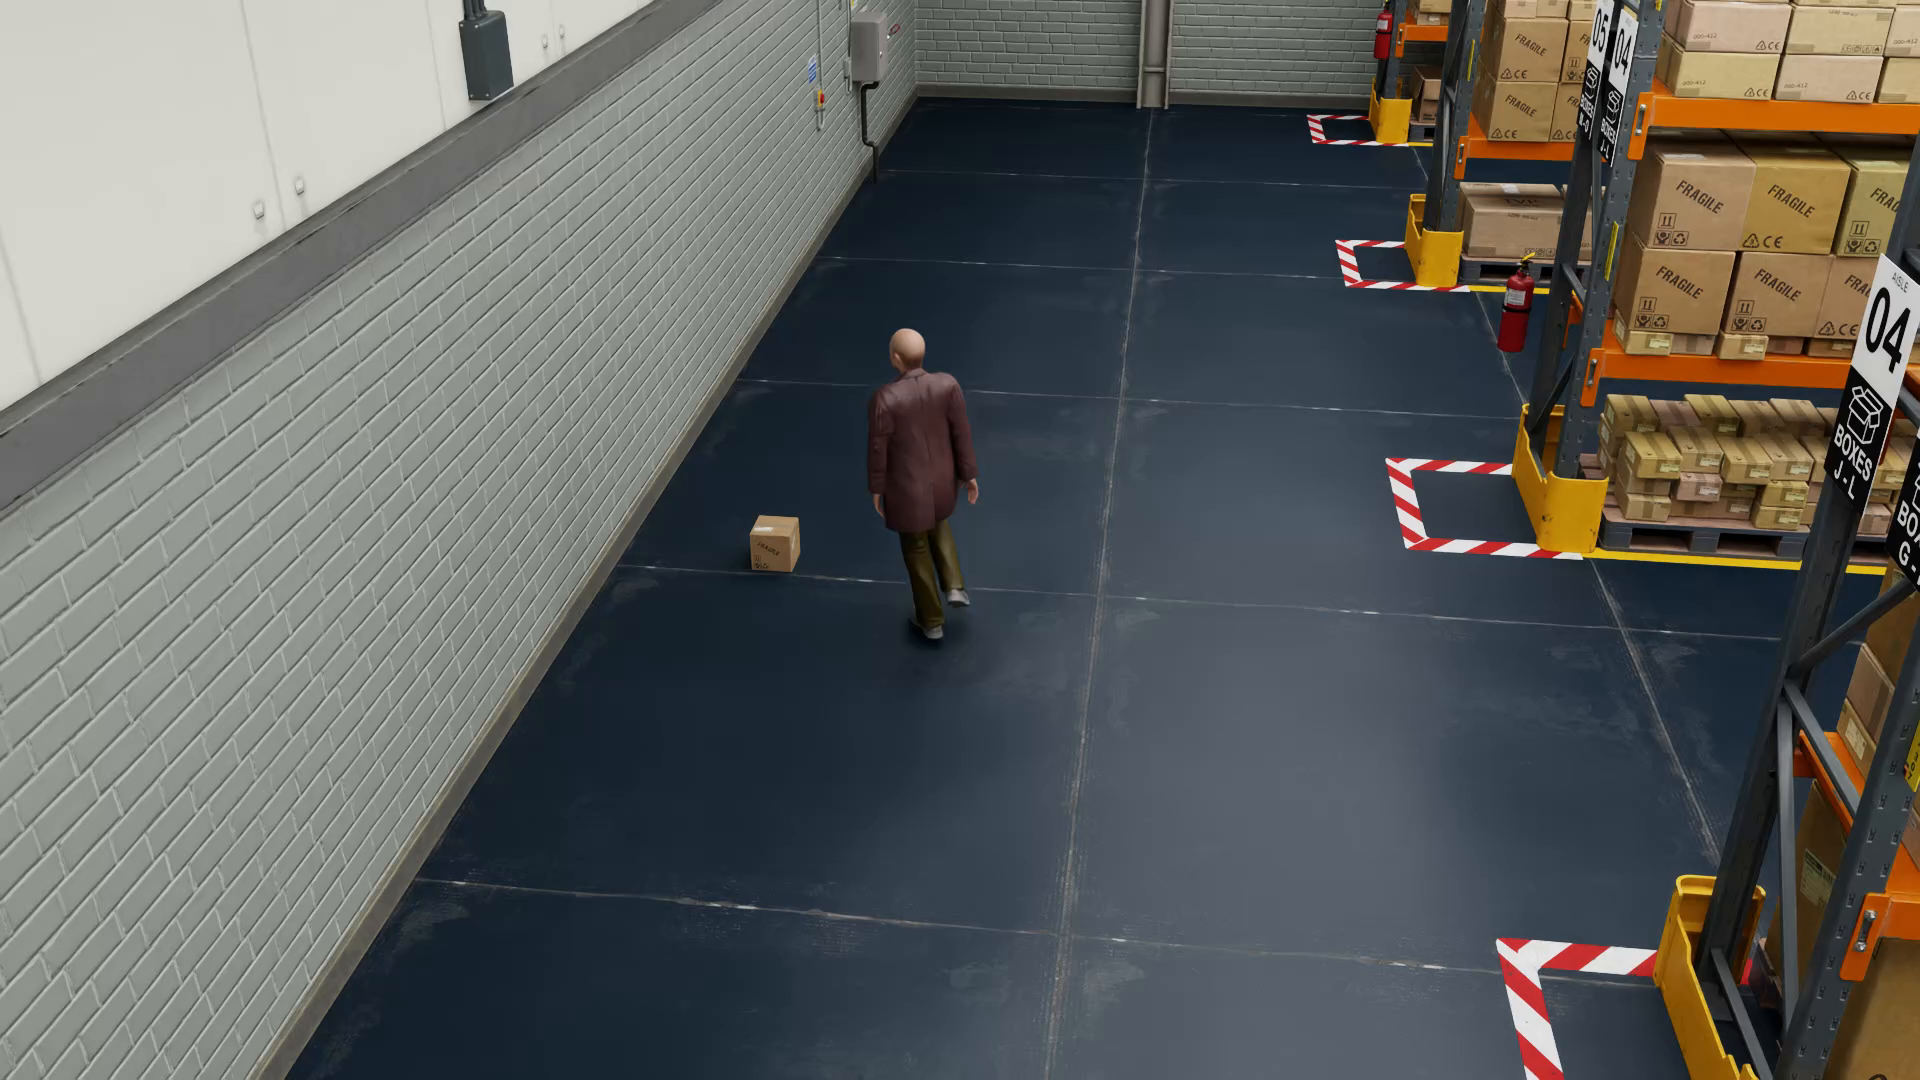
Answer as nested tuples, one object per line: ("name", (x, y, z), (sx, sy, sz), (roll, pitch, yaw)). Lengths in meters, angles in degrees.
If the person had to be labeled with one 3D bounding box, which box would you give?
("person", (-0.224, -0.316, 9.180), (0.613, 1.776, 0.523), (-14, 31, -24))
